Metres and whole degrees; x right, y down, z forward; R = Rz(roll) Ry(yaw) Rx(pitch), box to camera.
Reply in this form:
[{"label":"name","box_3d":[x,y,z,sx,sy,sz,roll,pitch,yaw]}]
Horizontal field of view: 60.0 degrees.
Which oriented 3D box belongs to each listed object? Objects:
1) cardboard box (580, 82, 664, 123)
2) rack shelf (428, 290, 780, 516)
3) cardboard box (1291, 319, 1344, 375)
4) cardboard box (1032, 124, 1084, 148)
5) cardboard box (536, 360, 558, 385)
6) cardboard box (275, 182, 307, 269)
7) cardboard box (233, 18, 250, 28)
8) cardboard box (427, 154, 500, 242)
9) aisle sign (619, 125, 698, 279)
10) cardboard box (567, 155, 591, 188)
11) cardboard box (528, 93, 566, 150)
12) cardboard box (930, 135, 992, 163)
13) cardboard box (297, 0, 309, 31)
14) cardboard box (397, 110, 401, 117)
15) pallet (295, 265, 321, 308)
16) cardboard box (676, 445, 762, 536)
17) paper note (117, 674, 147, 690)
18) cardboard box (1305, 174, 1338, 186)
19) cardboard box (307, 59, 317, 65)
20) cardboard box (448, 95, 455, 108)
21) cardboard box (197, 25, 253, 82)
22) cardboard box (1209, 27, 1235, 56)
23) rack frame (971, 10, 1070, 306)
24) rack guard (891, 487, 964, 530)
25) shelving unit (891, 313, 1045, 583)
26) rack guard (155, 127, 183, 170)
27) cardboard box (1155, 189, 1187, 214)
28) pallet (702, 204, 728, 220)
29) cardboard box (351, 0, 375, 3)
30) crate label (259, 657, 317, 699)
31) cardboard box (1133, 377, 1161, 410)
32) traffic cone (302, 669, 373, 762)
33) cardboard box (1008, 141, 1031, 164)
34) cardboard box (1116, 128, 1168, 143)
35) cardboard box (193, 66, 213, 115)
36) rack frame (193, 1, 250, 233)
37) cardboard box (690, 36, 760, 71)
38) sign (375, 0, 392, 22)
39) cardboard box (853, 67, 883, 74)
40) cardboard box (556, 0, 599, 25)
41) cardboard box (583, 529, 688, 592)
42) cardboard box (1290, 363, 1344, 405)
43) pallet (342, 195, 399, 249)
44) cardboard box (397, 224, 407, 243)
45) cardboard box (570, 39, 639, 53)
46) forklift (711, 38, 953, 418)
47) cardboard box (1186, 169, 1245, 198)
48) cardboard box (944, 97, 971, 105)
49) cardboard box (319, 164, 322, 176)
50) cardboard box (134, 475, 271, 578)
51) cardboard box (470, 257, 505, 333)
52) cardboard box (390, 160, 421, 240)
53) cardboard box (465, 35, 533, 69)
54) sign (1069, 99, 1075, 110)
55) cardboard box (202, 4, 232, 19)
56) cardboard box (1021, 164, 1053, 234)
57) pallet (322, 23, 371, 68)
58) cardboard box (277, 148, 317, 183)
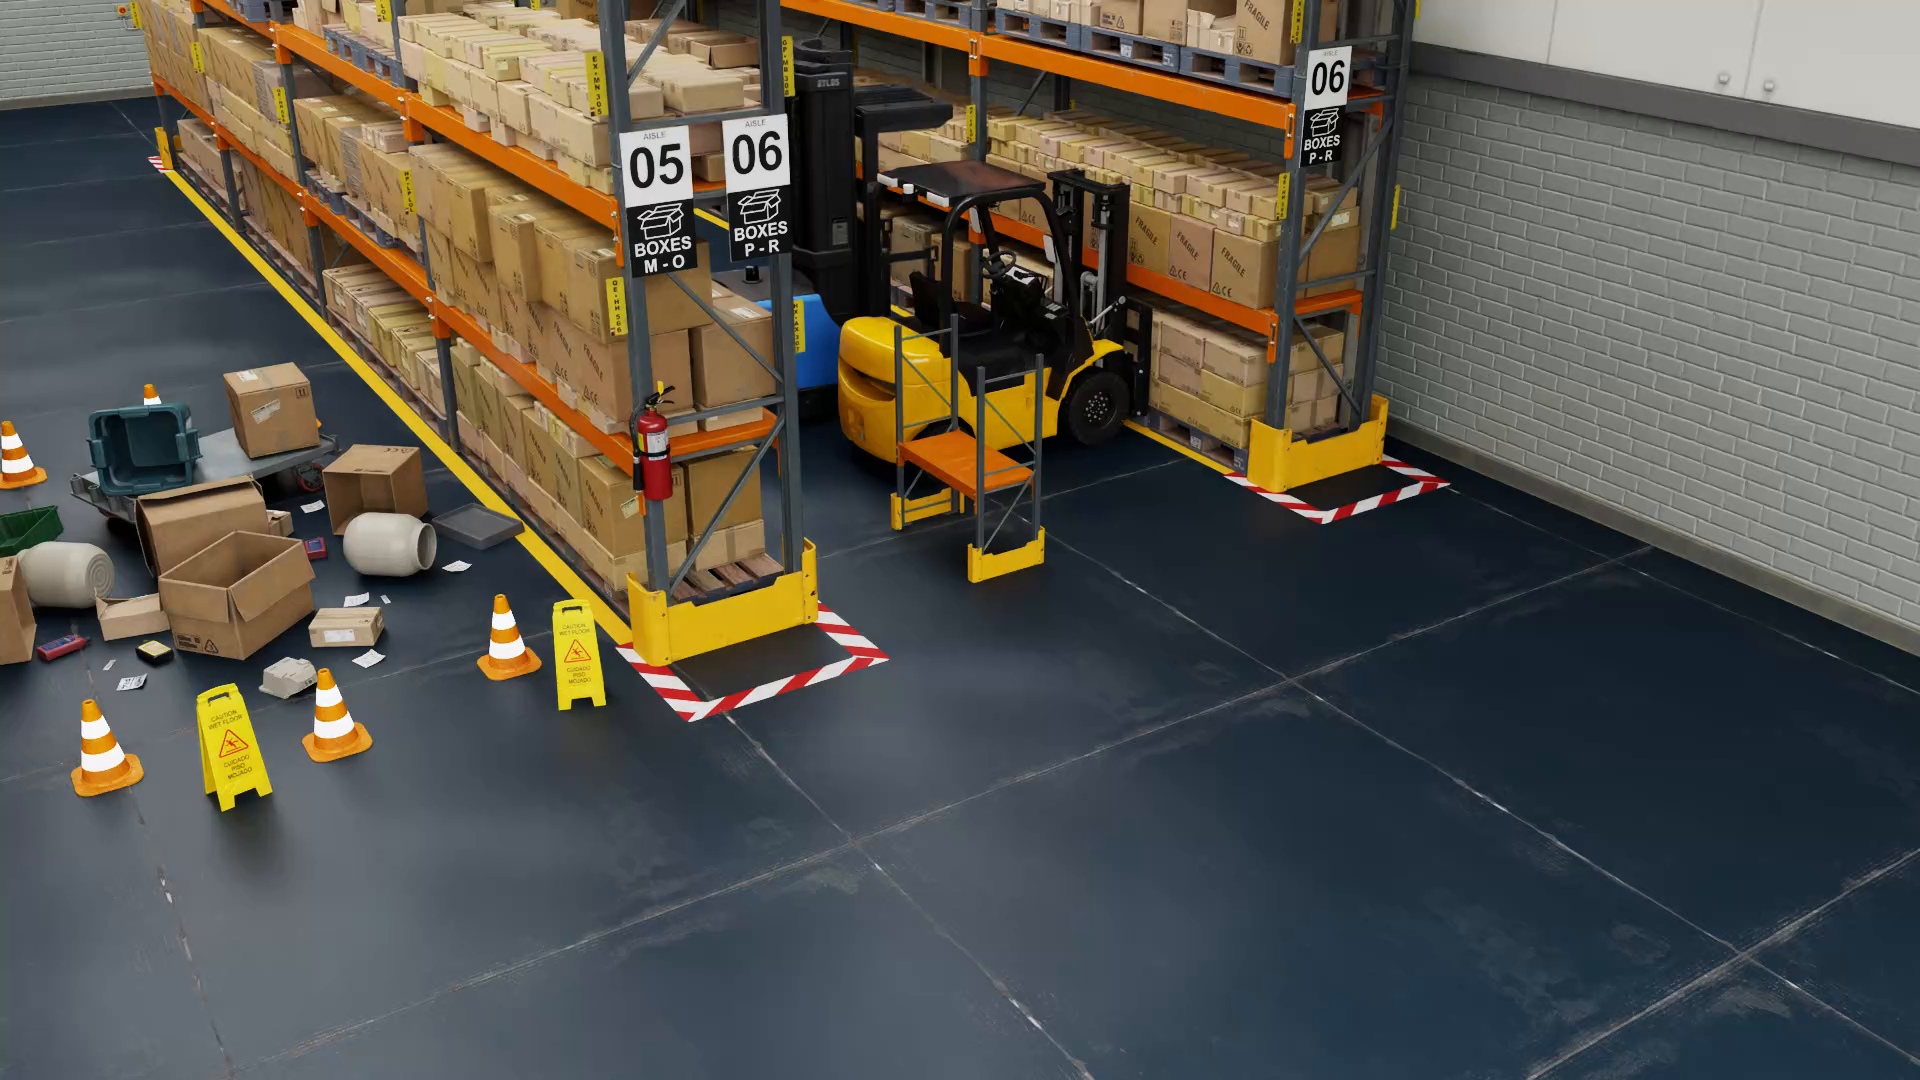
[{"label":"cardboard box","box_3d":[-1.855,-2.403,9.136,0.380,0.149,0.250,-15,29,-29]},{"label":"rack shelf","box_3d":[-2.515,-1.138,11.451,1.077,0.370,4.000,-16,29,-30]},{"label":"cardboard box","box_3d":[2.630,-1.520,12.977,0.500,0.250,0.500,-16,30,-30]},{"label":"cardboard box","box_3d":[0.840,-3.465,14.313,0.380,0.149,0.250,-16,30,-31]},{"label":"cardboard box","box_3d":[-2.564,-1.159,10.948,0.380,0.149,0.250,-16,30,-30]},{"label":"cardboard box","box_3d":[-6.581,-3.425,17.450,0.875,0.875,0.875,-15,29,-29]},{"label":"cardboard box","box_3d":[-8.031,-5.764,19.120,0.500,0.500,0.500,-15,29,-29]},{"label":"cardboard box","box_3d":[-3.288,-2.415,11.677,0.700,0.500,0.500,-15,29,-29]},{"label":"aisle sign","box_3d":[-1.632,-1.834,9.037,0.394,0.787,0.004,-16,29,-30]},{"label":"cardboard box","box_3d":[-2.016,-2.134,9.500,0.380,0.149,0.250,-15,29,-29]},{"label":"cardboard box","box_3d":[-2.191,-2.474,9.754,0.500,0.250,0.500,-16,30,-30]},{"label":"cardboard box","box_3d":[0.068,-3.611,15.438,0.500,0.250,0.500,-16,30,-31]},{"label":"cardboard box","box_3d":[-5.622,-4.661,14.716,0.396,0.266,0.258,-16,29,-30]},{"label":"cardboard box","box_3d":[-4.661,-3.753,14.431,0.380,0.149,0.250,-17,30,-32]},{"label":"pallet","box_3d":[-6.158,-2.648,17.074,1.003,0.211,1.213,-16,29,-30]},{"label":"cardboard box","box_3d":[-1.645,-0.395,10.885,0.500,0.500,0.500,-17,30,-31]},{"label":"paper note","box_3d":[-4.926,0.844,9.891,0.144,0.017,0.142,-6,26,-12]},{"label":"cardboard box","box_3d":[2.636,-2.658,12.605,0.380,0.149,0.250,-14,29,-28]},{"label":"cardboard box","box_3d":[-6.134,-4.515,16.475,0.500,0.500,0.500,-15,29,-29]},{"label":"cardboard box","box_3d":[-3.318,-3.083,11.510,0.380,0.149,0.250,-16,29,-30]},{"label":"cardboard box","box_3d":[-7.975,-5.313,18.164,0.500,0.500,0.500,-15,29,-29]},{"label":"cardboard box","box_3d":[2.027,-3.609,12.016,0.380,0.149,0.250,-16,30,-31]},{"label":"rack frame","box_3d":[0.550,-3.336,15.266,1.000,3.000,0.127,-16,29,-30]},{"label":"rack guard","box_3d":[-0.230,-0.264,11.979,0.587,0.250,0.087,-16,29,-30]},{"label":"shelving unit","box_3d":[0.042,-0.651,11.334,0.587,1.500,1.083,-16,29,-30]},{"label":"rack guard","box_3d":[-10.171,-5.349,22.457,1.175,0.500,0.348,-16,29,-30]},{"label":"cardboard box","box_3d":[1.744,-2.670,12.978,0.380,0.149,0.250,-17,30,-31]},{"label":"pallet","box_3d":[-2.672,-4.218,20.400,1.003,0.211,1.213,-16,29,-30]},{"label":"cardboard box","box_3d":[-4.606,-4.420,13.147,0.500,0.250,0.500,-15,29,-29]},{"label":"crate label","box_3d":[-3.964,0.807,9.842,0.298,0.136,0.250,12,28,24]},{"label":"cardboard box","box_3d":[1.683,-1.308,13.698,0.500,0.250,0.500,-15,29,-29]},{"label":"traffic cone","box_3d":[-3.483,0.927,9.207,0.336,0.463,0.334,-16,29,-30]},{"label":"cardboard box","box_3d":[0.646,-3.407,14.540,0.380,0.149,0.250,-15,29,-28]},{"label":"cardboard box","box_3d":[1.549,-3.402,14.181,0.380,0.149,0.250,-16,30,-30]},{"label":"cardboard box","box_3d":[-8.441,-5.191,19.078,0.500,0.500,0.500,-15,29,-29]},{"label":"rack frame","box_3d":[-7.974,-5.040,18.875,1.000,3.000,0.127,-16,29,-30]},{"label":"cardboard box","box_3d":[-2.680,-5.545,19.331,0.797,0.503,0.637,-16,30,-31]},{"label":"sign","box_3d":[-4.070,-3.816,11.702,0.100,0.325,0.005,-16,29,-30]},{"label":"cardboard box","box_3d":[-1.050,-4.969,17.848,0.380,0.149,0.250,-15,29,-28]},{"label":"cardboard box","box_3d":[-5.160,-7.273,22.554,0.500,0.500,0.500,-15,29,-28]},{"label":"cardboard box","box_3d":[-2.103,0.071,10.778,0.500,0.250,0.500,-16,29,-30]},{"label":"cardboard box","box_3d":[2.651,-1.295,13.085,0.500,0.250,0.500,-15,29,-29]},{"label":"pallet","box_3d":[-4.676,-2.824,14.405,1.003,0.211,1.213,-16,29,-30]},{"label":"cardboard box","box_3d":[-4.248,-2.473,13.239,0.380,0.149,0.250,-17,30,-31]},{"label":"cardboard box","box_3d":[-2.251,-3.077,10.564,0.380,0.149,0.250,-15,29,-29]},{"label":"forklift","box_3d":[-0.682,-2.645,13.882,3.031,2.935,1.130,-11,27,-22]},{"label":"cardboard box","box_3d":[1.962,-2.732,12.762,0.380,0.149,0.250,-15,29,-29]},{"label":"cardboard box","box_3d":[0.028,-4.230,16.282,0.380,0.149,0.250,-16,29,-30]},{"label":"cardboard box","box_3d":[-5.643,-3.417,15.239,0.380,0.149,0.250,-18,30,-33]},{"label":"cardboard box","box_3d":[-5.021,-0.051,11.072,0.797,0.637,0.503,-16,29,-30]},{"label":"cardboard box","box_3d":[-3.044,-1.779,11.502,0.500,0.500,0.500,-16,30,-30]},{"label":"cardboard box","box_3d":[-4.051,-2.660,12.875,0.500,0.500,0.500,-16,30,-31]},{"label":"cardboard box","box_3d":[-2.952,-3.140,10.697,0.380,0.149,0.250,-16,30,-30]},{"label":"sign","box_3d":[1.014,-3.894,15.340,0.100,0.325,0.005,-16,29,-30]},{"label":"cardboard box","box_3d":[-8.462,-5.986,18.831,0.380,0.149,0.250,-15,29,-28]},{"label":"cardboard box","box_3d":[0.872,-2.980,14.393,0.500,0.500,0.500,-15,29,-29]},{"label":"pallet","box_3d":[-4.423,-4.066,13.518,1.213,0.211,1.003,-16,29,-30]},{"label":"cardboard box","box_3d":[-6.284,-3.662,16.131,0.500,0.250,0.500,-17,30,-31]}]
